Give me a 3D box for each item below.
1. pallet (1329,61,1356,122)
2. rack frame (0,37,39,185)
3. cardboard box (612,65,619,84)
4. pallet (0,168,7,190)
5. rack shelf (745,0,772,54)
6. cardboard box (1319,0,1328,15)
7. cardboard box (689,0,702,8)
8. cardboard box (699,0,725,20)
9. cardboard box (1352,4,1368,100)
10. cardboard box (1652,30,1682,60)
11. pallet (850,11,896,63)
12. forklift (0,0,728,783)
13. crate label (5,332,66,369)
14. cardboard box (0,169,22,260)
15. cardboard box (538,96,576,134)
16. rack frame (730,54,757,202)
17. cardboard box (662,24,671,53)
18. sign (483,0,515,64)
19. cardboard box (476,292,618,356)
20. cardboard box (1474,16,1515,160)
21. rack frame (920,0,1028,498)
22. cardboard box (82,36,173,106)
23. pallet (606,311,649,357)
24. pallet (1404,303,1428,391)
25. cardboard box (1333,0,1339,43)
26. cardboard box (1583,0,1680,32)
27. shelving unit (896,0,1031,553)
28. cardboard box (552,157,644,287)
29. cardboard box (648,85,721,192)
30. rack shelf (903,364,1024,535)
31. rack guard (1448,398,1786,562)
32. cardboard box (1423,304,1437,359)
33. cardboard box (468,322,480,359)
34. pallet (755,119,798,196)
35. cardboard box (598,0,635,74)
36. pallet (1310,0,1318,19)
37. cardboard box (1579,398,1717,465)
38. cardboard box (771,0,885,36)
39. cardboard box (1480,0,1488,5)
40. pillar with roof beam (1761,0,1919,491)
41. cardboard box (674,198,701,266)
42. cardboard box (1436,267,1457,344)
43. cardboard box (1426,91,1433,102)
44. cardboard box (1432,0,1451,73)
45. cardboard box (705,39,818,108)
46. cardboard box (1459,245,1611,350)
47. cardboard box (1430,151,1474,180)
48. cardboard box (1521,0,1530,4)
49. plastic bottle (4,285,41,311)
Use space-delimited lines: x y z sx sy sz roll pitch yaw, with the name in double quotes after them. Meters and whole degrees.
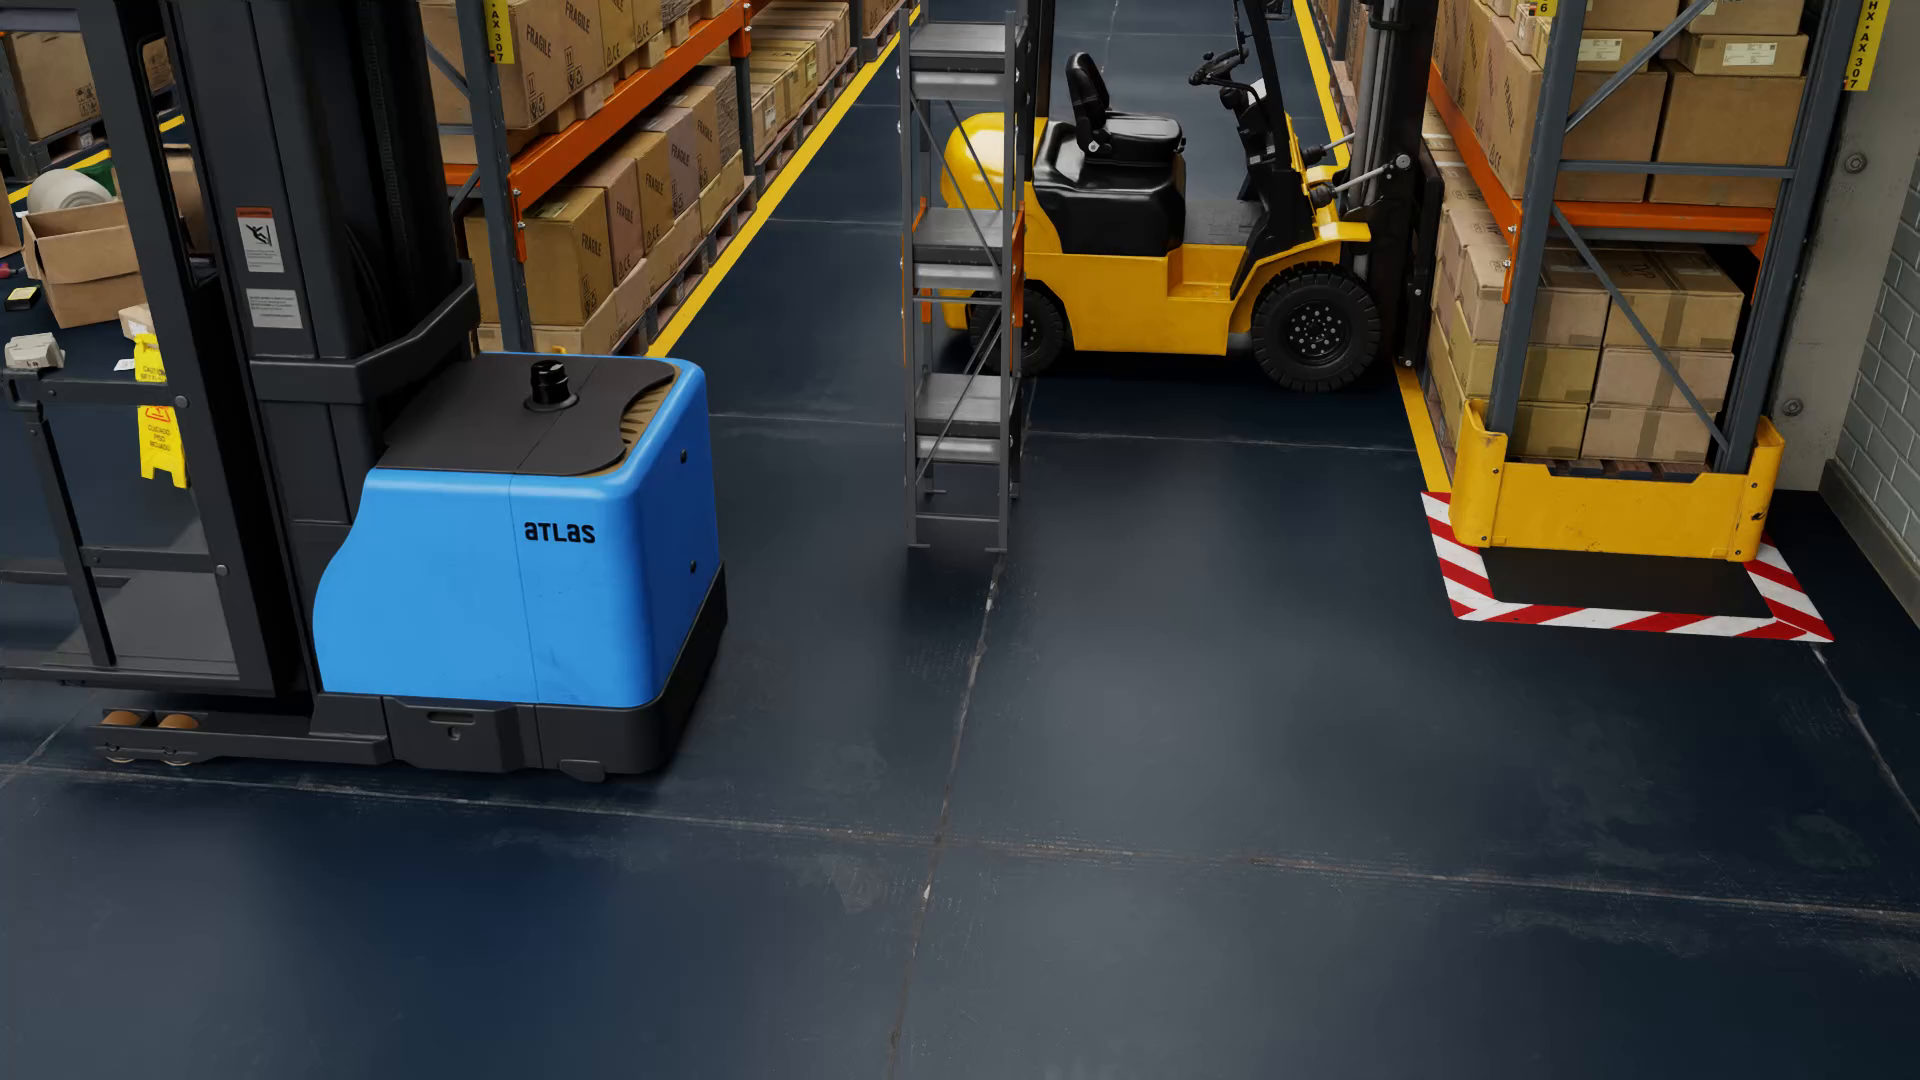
3.452 -3.509 13.041 1.003 0.211 1.213 3 28 6 "pallet"
-6.750 -3.766 10.578 1.000 3.000 0.127 3 28 6 "rack frame"
-1.890 -2.288 8.100 0.380 0.149 0.250 4 29 8 "cardboard box"
-6.921 -2.185 10.583 1.003 0.211 1.213 3 28 6 "pallet"
-1.580 -4.150 12.050 1.077 0.370 4.000 3 28 6 "rack shelf"
3.609 -5.145 15.330 0.500 0.500 0.500 2 28 4 "cardboard box"
-1.689 -3.234 9.172 0.500 0.500 0.500 4 29 8 "cardboard box"
-1.586 -3.128 9.659 0.380 0.149 0.250 4 29 7 "cardboard box"
3.430 -3.661 12.443 0.875 0.625 0.625 4 29 8 "cardboard box"
2.878 -1.950 6.418 0.380 0.149 0.250 3 28 6 "cardboard box"
-1.163 -4.548 14.969 1.003 0.211 1.213 3 28 6 "pallet"
-2.394 -0.804 5.152 3.031 2.935 1.130 3 28 5 "forklift"
-4.651 -0.938 8.347 0.250 0.136 0.298 -11 30 -20 "crate label"
-5.922 -1.876 9.703 0.500 0.500 0.500 8 29 15 "cardboard box"
-1.938 -1.920 7.416 0.380 0.149 0.250 2 28 5 "cardboard box"
-1.825 -3.526 10.132 1.000 3.000 0.127 3 28 6 "rack frame"
-1.744 -2.649 8.769 0.380 0.149 0.250 3 28 5 "cardboard box"
-1.776 -1.993 6.373 0.100 0.325 0.005 3 28 6 "sign"
-1.942 -0.981 7.864 0.500 0.250 0.500 3 28 6 "cardboard box"
2.484 -1.891 6.992 0.500 0.500 0.500 4 29 8 "cardboard box"
0.050 -1.117 6.610 0.400 2.100 0.015 3 28 6 "rack frame"
-6.641 -3.712 12.406 1.050 0.750 0.750 3 28 6 "cardboard box"
-2.171 -0.831 8.071 1.003 0.211 1.213 3 28 6 "pallet"
2.816 -1.064 8.502 1.003 0.211 1.213 3 28 6 "pallet"
3.430 -4.418 13.981 0.500 0.500 0.500 4 29 8 "cardboard box"
2.446 -1.998 6.192 0.380 0.149 0.250 3 29 6 "cardboard box"
0.020 -1.002 6.397 0.431 2.100 0.503 3 28 6 "shelving unit"
-1.880 -1.569 8.165 0.500 0.500 0.500 2 28 4 "cardboard box"
-1.692 -2.297 9.516 0.500 0.500 0.500 4 29 7 "cardboard box"
0.020 -0.374 6.735 0.431 0.518 0.480 3 28 6 "rack shelf"
2.609 -0.244 6.677 1.175 0.500 0.348 3 28 6 "rack guard"
2.496 -1.039 7.972 0.500 0.250 0.500 4 29 7 "cardboard box"
-2.480 -1.025 7.946 0.500 0.250 0.500 3 28 6 "cardboard box"
-1.731 -2.665 11.474 1.003 0.211 1.213 3 28 6 "pallet"
-1.860 -2.509 7.825 0.500 0.500 0.500 3 28 5 "cardboard box"
4.020 -5.392 16.536 1.003 0.211 1.213 3 28 6 "pallet"
2.866 -0.550 7.065 0.500 0.250 0.500 3 29 6 "cardboard box"
-1.168 -4.978 14.626 0.875 0.875 0.875 3 28 6 "cardboard box"
2.509 -2.471 7.384 0.380 0.149 0.250 4 29 7 "cardboard box"
-0.681 -4.523 5.657 9.100 9.000 0.400 3 28 6 "pillar with roof beam"
-1.753 -1.716 9.229 0.500 0.250 0.500 4 29 7 "cardboard box"
2.433 -1.033 7.435 0.500 0.250 0.500 3 28 6 "cardboard box"
2.731 -2.444 9.526 0.500 0.250 0.500 3 28 5 "cardboard box"
2.680 -2.605 8.317 0.500 0.500 0.500 3 28 6 "cardboard box"
-1.595 -3.467 12.350 0.950 0.372 0.625 4 29 8 "cardboard box"
2.359 -1.006 6.856 0.500 0.250 0.500 4 29 8 "cardboard box"
2.537 -1.723 8.187 0.500 0.250 0.500 3 28 5 "cardboard box"
2.471 -2.106 6.707 0.380 0.149 0.250 4 29 7 "cardboard box"
-5.168 -1.345 9.181 0.133 0.061 0.283 -6 29 -11 "plastic bottle"
